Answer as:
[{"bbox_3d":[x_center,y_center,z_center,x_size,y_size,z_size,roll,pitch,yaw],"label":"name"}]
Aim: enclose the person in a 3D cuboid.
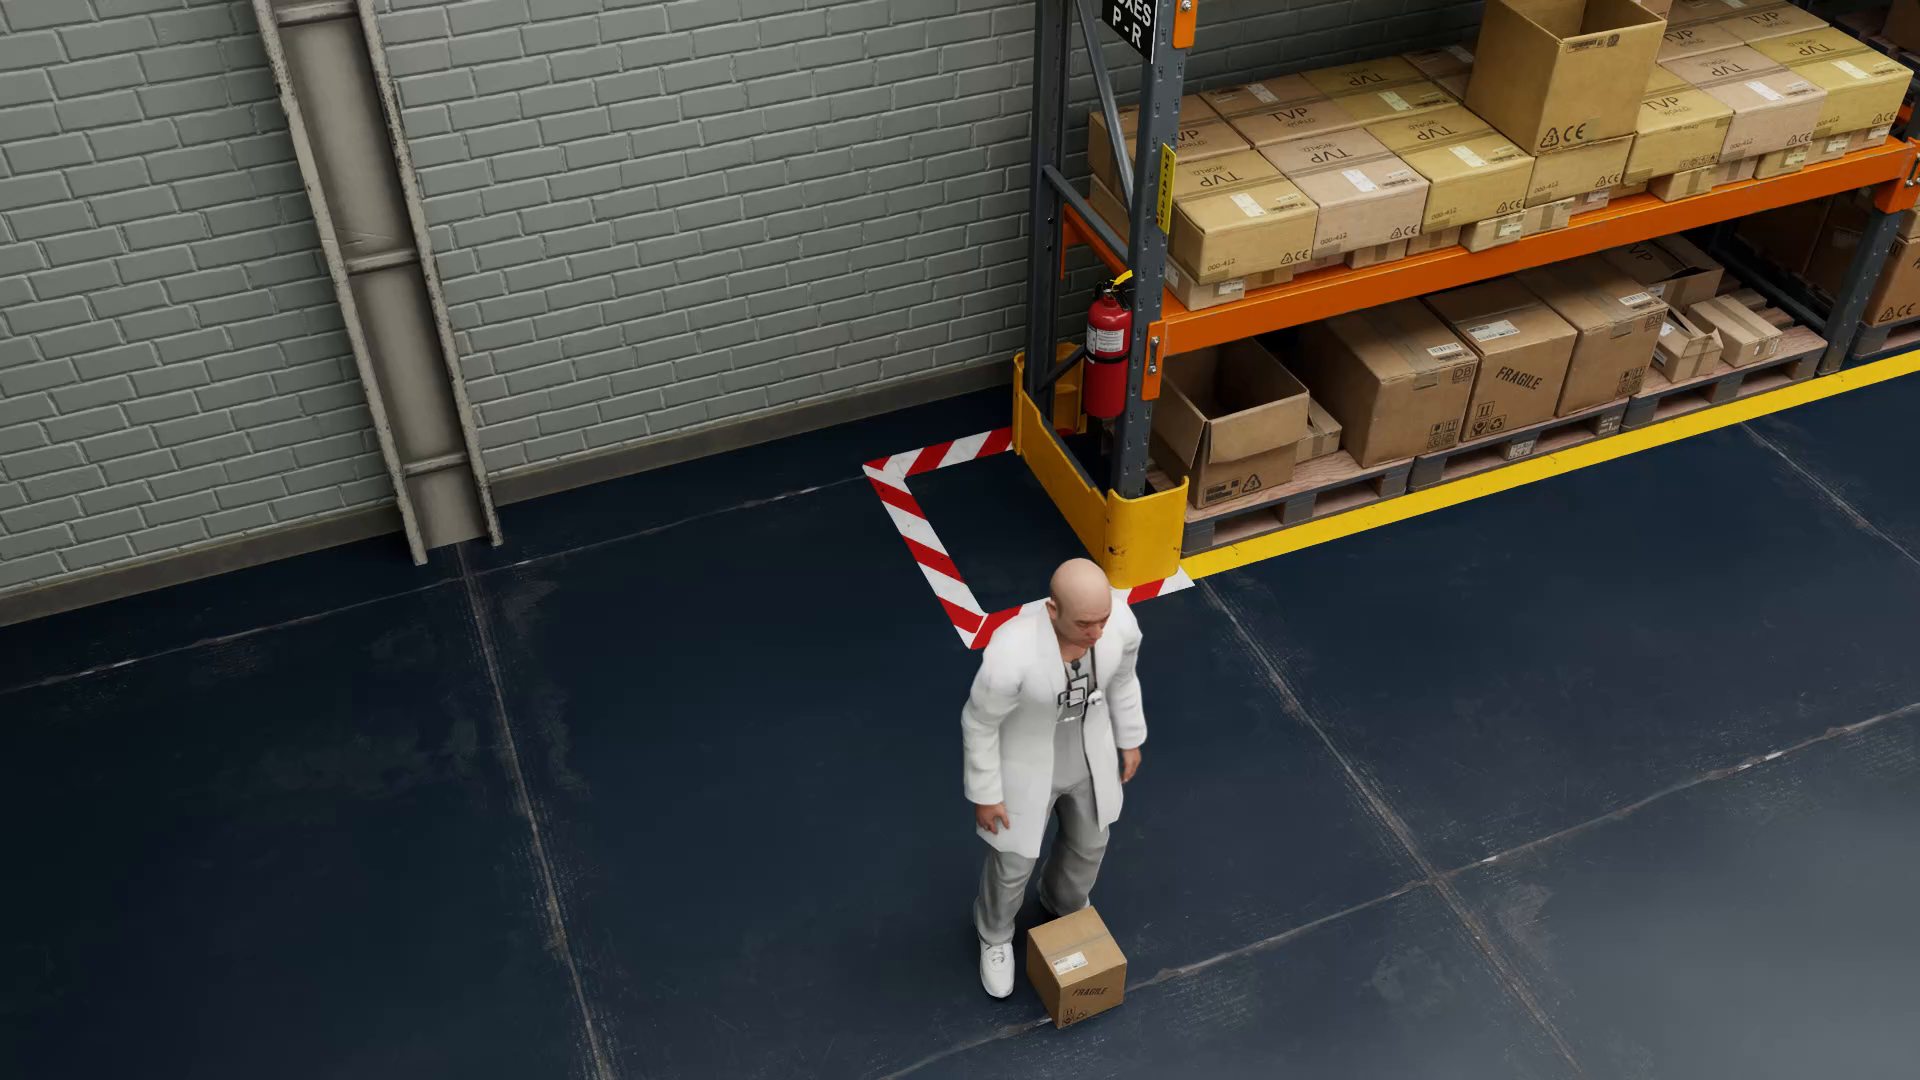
[{"bbox_3d":[0.309,0.724,5.339,0.653,1.769,0.423,-18,44,-19],"label":"person"}]
